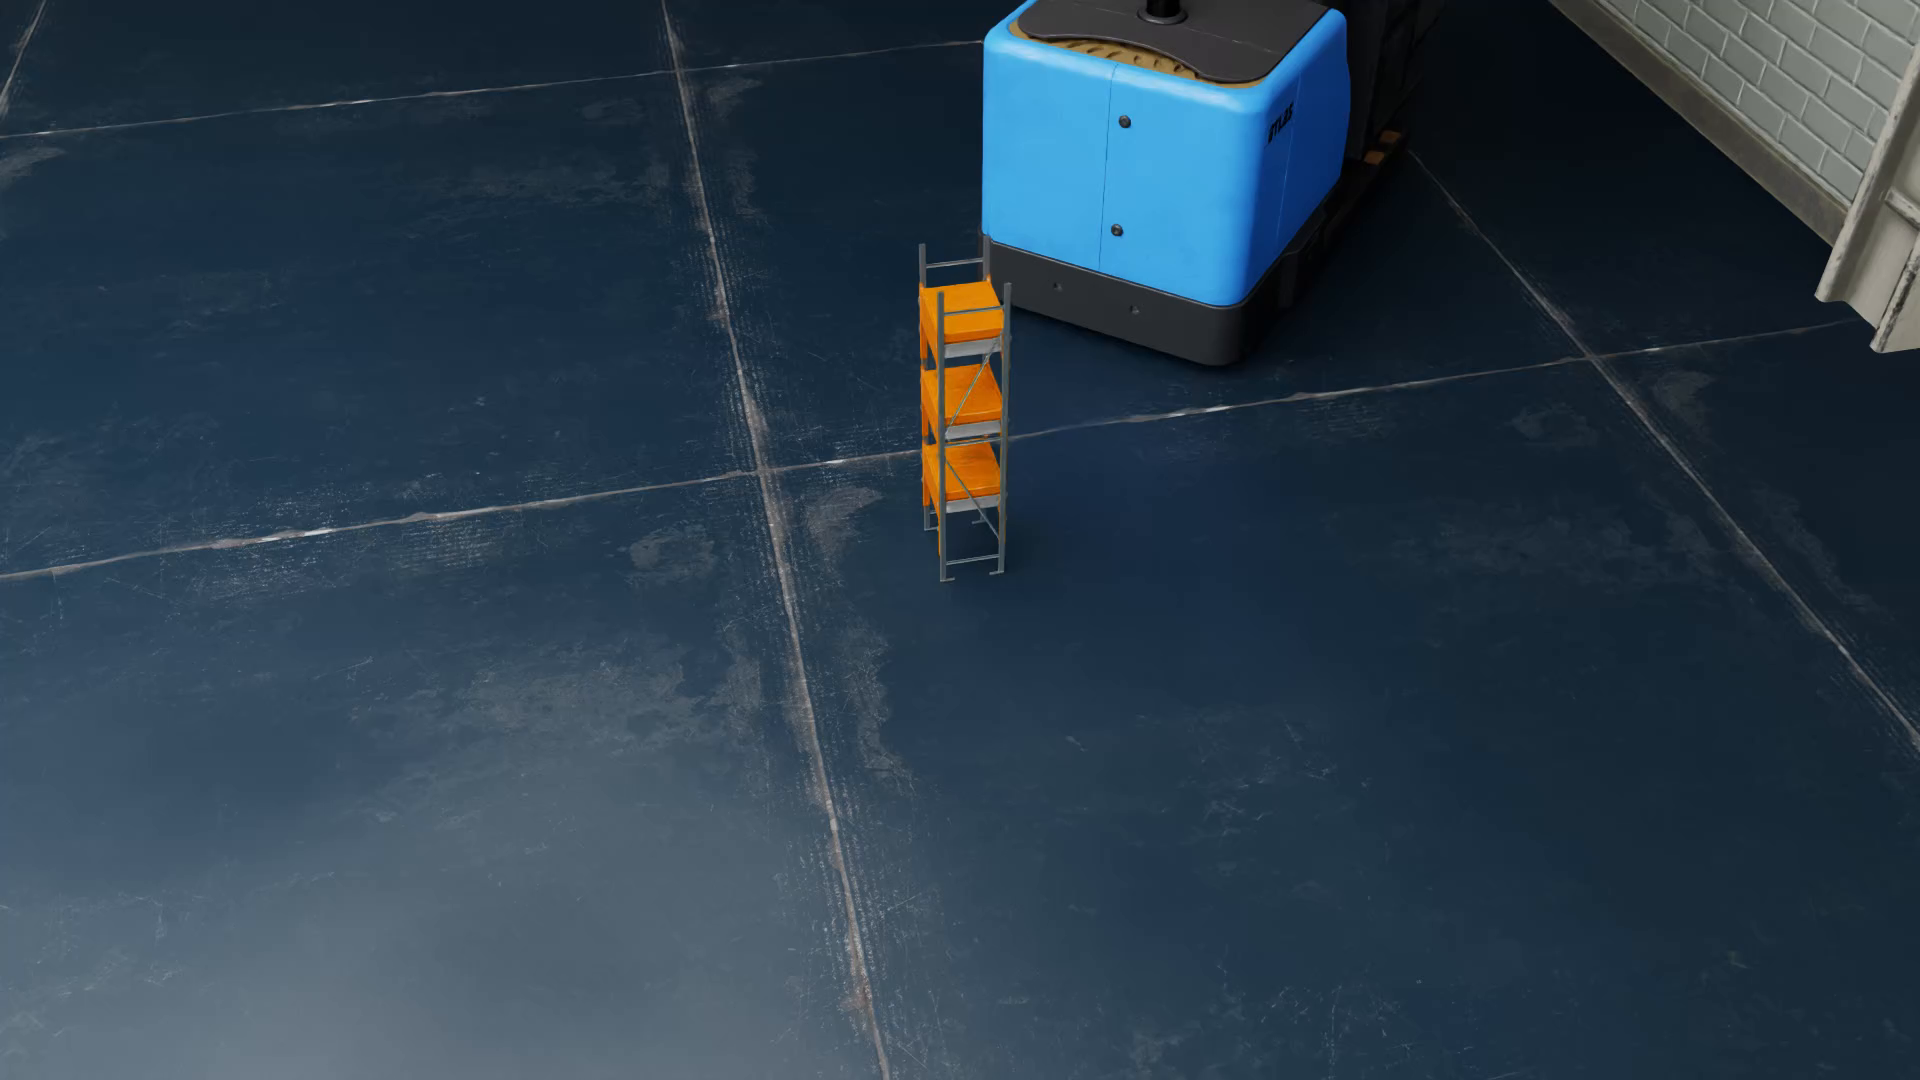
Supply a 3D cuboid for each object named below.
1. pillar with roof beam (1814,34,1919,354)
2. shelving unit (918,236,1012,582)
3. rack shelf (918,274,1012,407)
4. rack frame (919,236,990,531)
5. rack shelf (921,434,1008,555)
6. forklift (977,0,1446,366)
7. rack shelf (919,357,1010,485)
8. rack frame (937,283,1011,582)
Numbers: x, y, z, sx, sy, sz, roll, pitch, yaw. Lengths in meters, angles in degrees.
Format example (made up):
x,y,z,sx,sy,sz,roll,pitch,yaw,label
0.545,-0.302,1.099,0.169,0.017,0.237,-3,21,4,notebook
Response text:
x,y,z,sx,sy,sz,roll,pitch,yaw,label
-0.779,-3.573,2.496,9.100,9.000,0.400,-8,42,-9,pillar with roof beam
0.012,-0.358,4.862,0.215,1.050,0.252,-8,42,-9,shelving unit
0.012,-0.562,4.681,0.215,0.259,0.240,-8,42,-9,rack shelf
-0.015,-0.437,4.951,0.200,1.050,0.008,-8,42,-9,rack frame
0.012,-0.142,5.054,0.215,0.259,0.240,-8,42,-9,rack shelf
1.225,-2.673,6.053,1.130,2.935,3.031,20,46,22,forklift
0.012,-0.350,4.869,0.215,0.259,0.240,-8,42,-9,rack shelf
0.038,-0.279,4.773,0.200,1.050,0.008,-8,42,-9,rack frame
